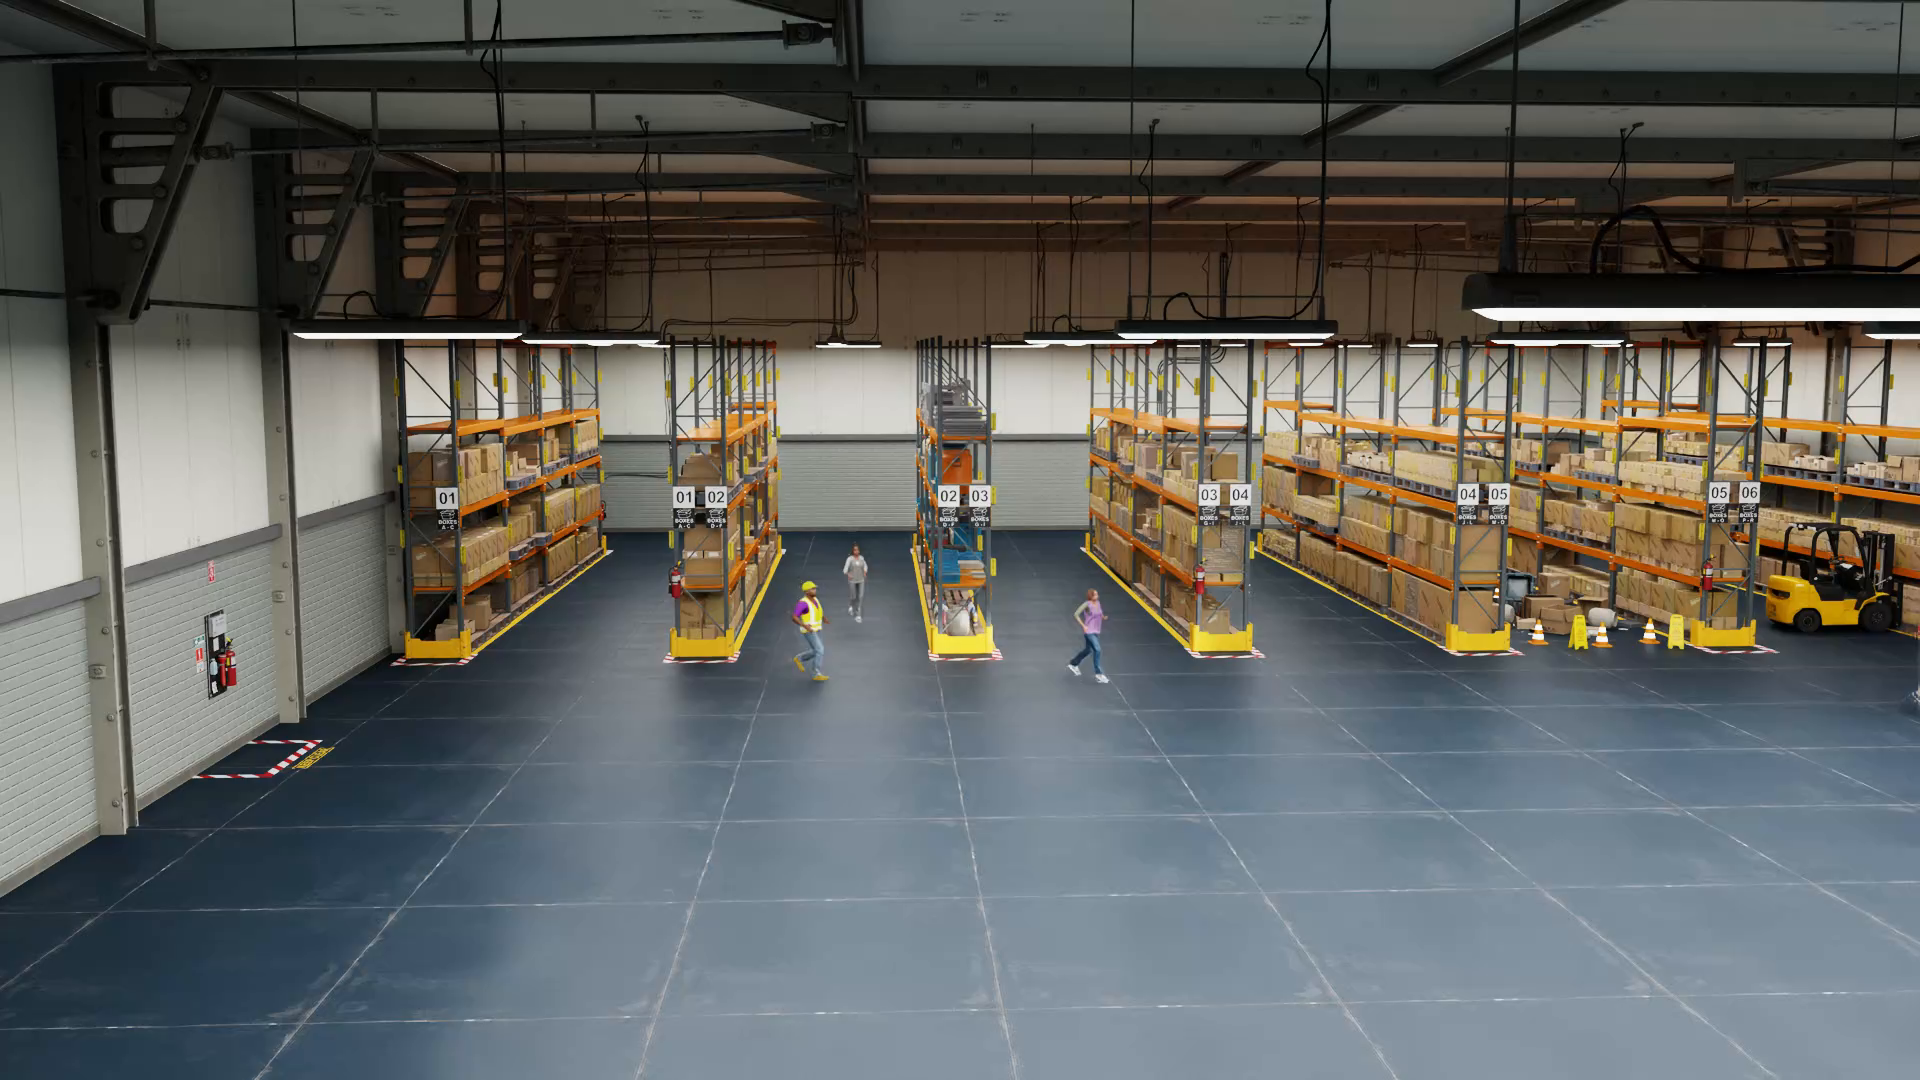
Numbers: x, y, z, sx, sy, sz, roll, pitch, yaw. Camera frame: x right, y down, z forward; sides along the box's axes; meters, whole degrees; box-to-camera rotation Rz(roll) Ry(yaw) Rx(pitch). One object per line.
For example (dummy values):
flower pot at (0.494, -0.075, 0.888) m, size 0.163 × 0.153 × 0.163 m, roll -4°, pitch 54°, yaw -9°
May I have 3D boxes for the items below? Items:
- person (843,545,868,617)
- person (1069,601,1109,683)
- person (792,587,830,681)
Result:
person at (-2.174, 0.848, 34.799) m, size 0.539 × 1.490 × 0.658 m, roll -2°, pitch 7°, yaw -17°
person at (2.263, 1.749, 29.011) m, size 0.810 × 1.402 × 0.345 m, roll 4°, pitch 8°, yaw 33°
person at (-2.621, 1.598, 28.983) m, size 0.753 × 1.689 × 0.707 m, roll 3°, pitch 7°, yaw 24°
